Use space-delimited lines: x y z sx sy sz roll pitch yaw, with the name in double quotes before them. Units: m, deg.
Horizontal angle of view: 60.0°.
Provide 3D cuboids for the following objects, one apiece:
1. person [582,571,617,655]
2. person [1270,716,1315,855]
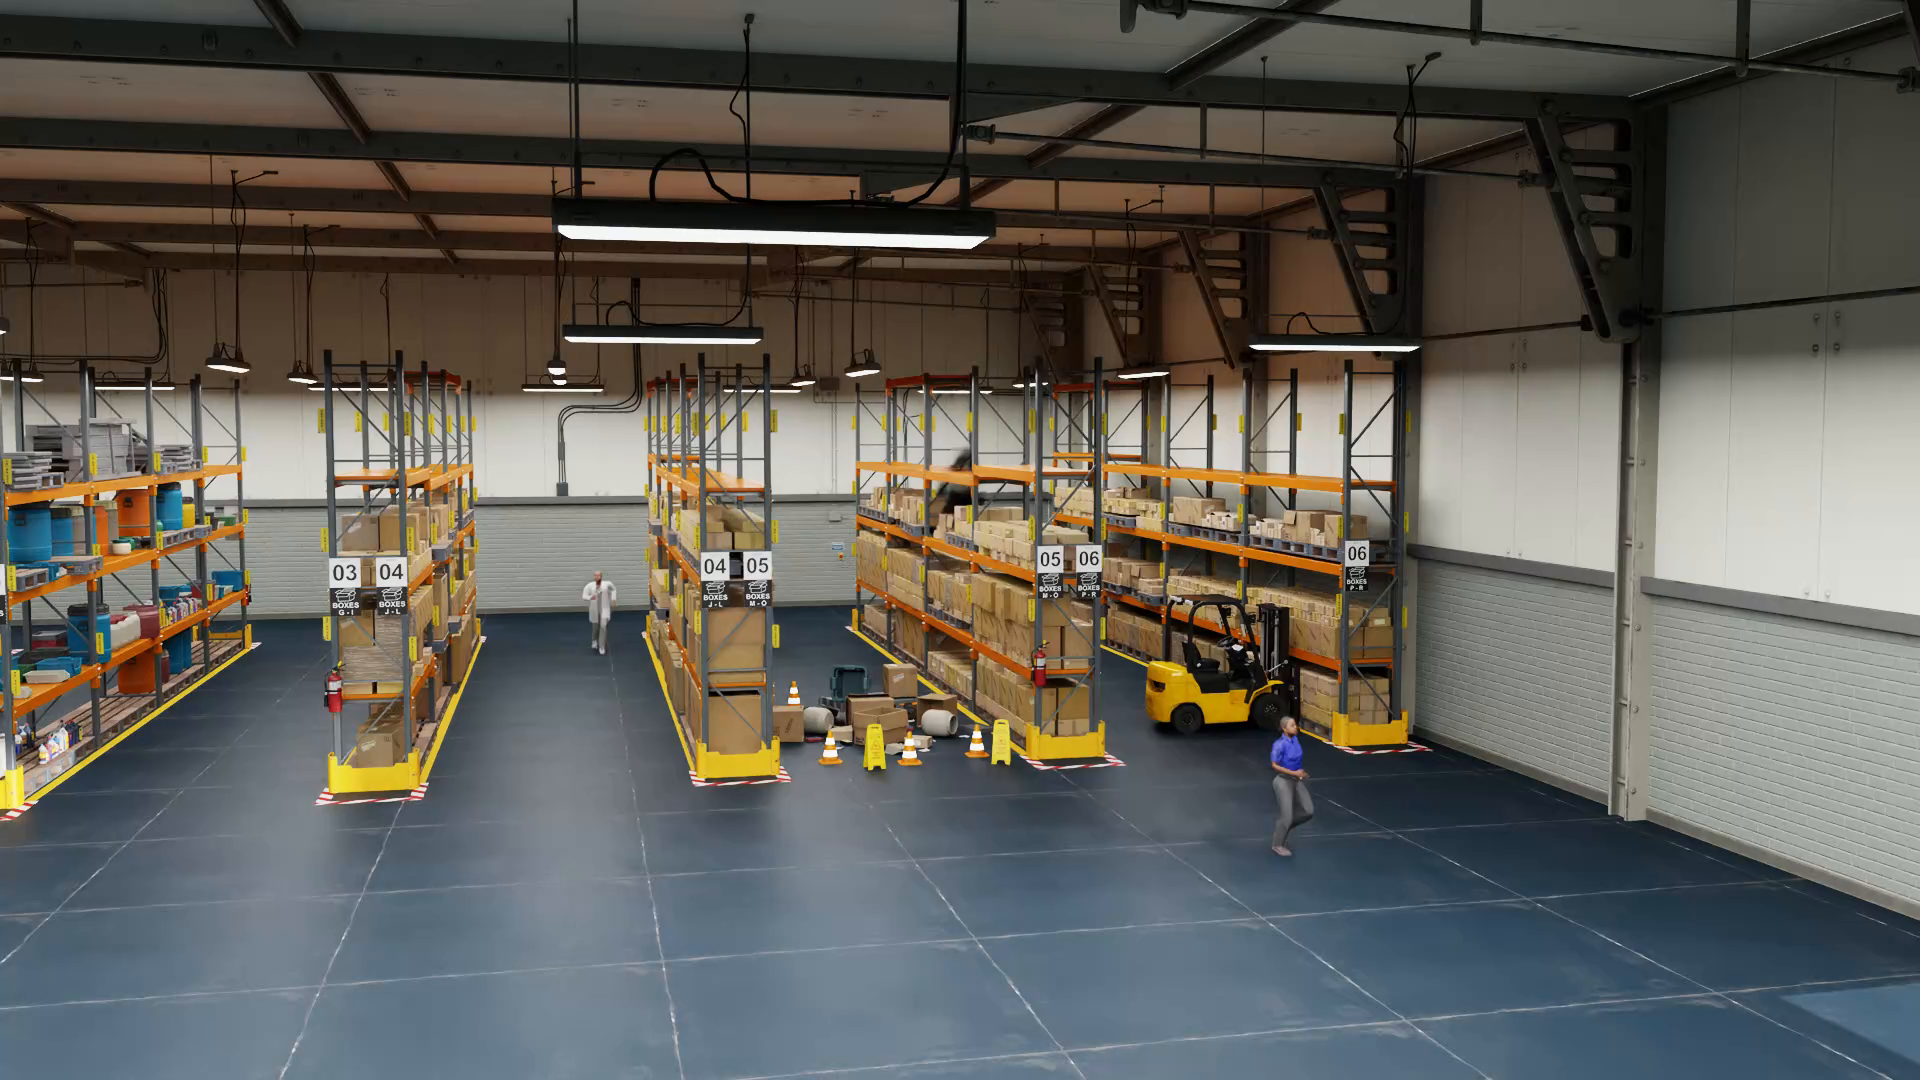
"person" -7.912 1.571 36.530 0.725 1.819 1.036 -1 4 -9
"person" 3.852 2.850 19.277 0.537 1.624 0.624 4 6 45
